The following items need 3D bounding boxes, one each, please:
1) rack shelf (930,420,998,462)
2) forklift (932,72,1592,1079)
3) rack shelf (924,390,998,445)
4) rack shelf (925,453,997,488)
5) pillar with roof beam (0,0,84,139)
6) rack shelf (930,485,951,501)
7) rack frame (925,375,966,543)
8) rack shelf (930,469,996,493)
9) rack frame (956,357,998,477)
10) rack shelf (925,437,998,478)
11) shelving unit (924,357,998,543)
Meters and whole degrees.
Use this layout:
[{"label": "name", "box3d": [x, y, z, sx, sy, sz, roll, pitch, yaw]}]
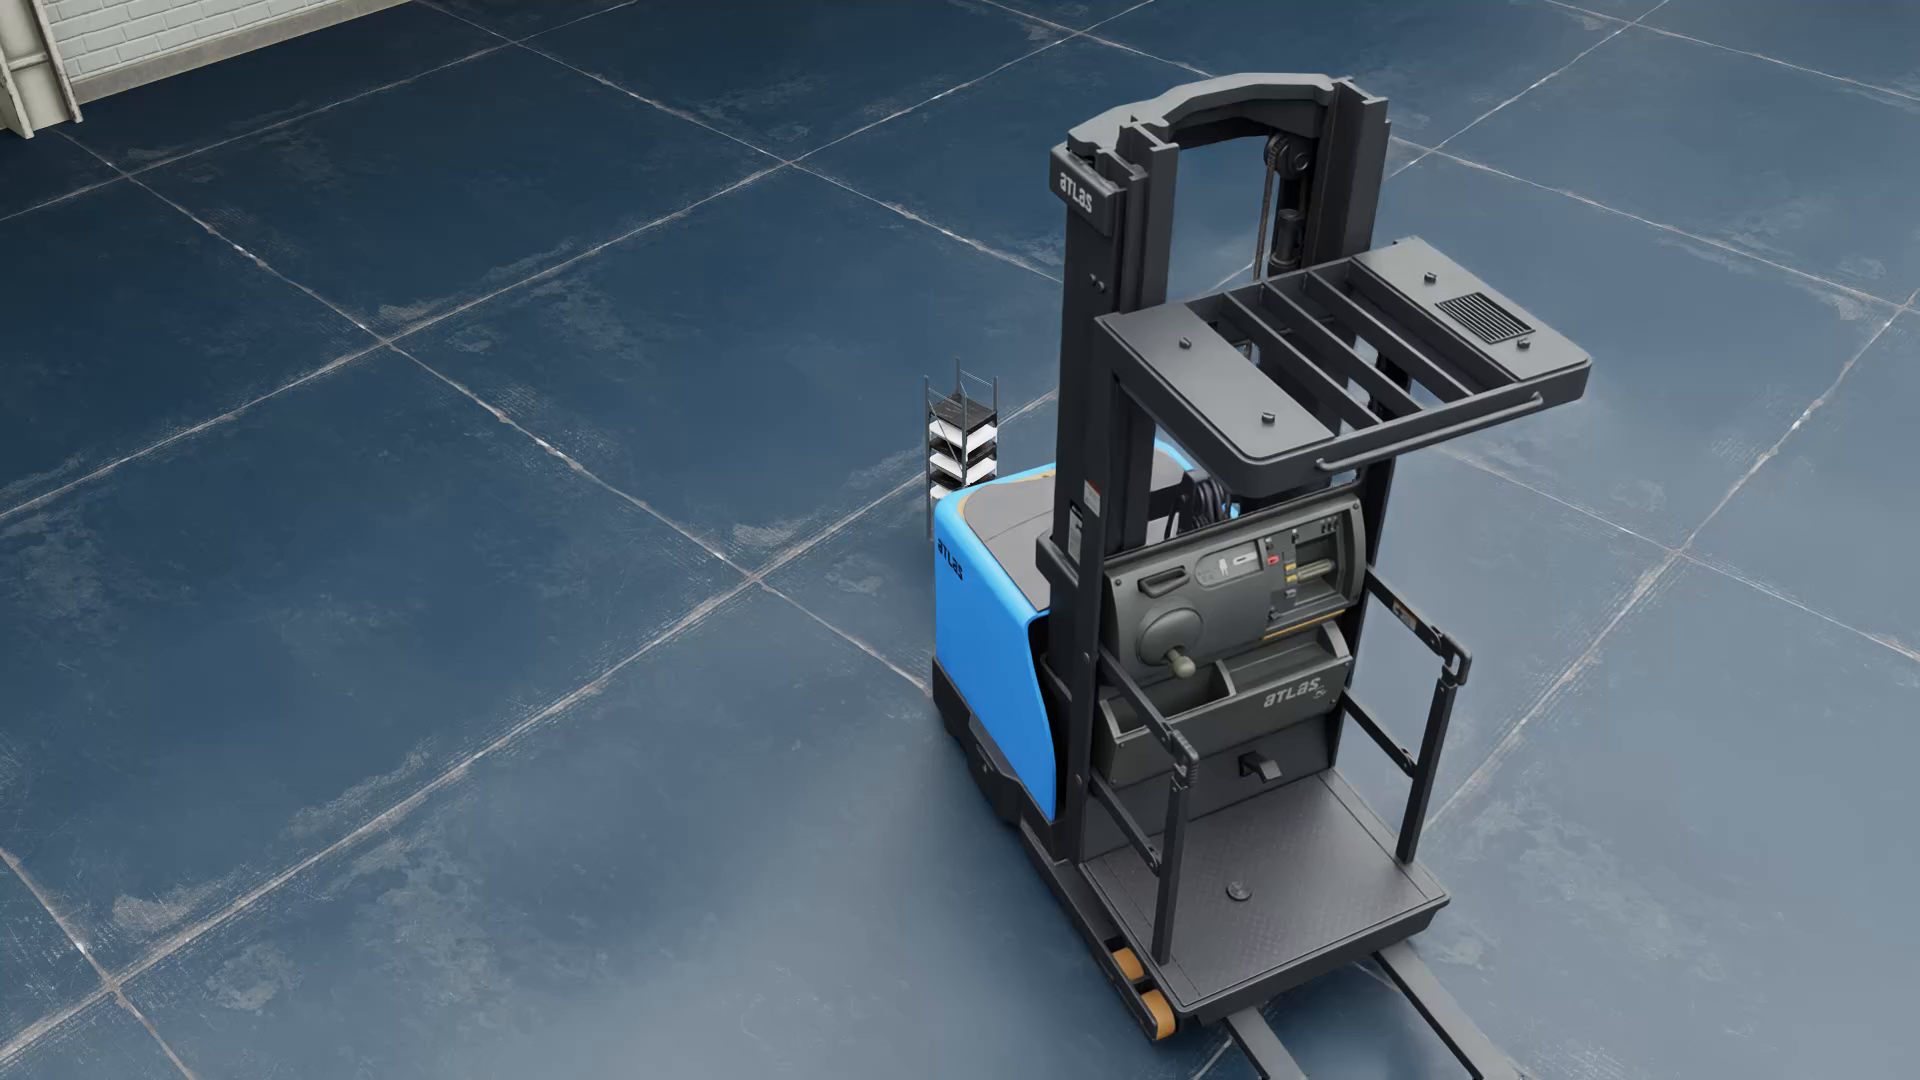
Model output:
[{"label": "rack shelf", "box3d": [0.005, -0.471, 7.383, 0.258, 0.077, 0.200, 30, 47, 32]}, {"label": "forklift", "box3d": [0.983, 0.225, 5.112, 1.130, 2.935, 3.031, -17, 41, -20]}, {"label": "rack shelf", "box3d": [0.005, -0.541, 7.327, 0.258, 0.077, 0.200, 30, 47, 32]}, {"label": "rack shelf", "box3d": [0.005, -0.330, 7.495, 0.258, 0.077, 0.200, 30, 47, 32]}, {"label": "pillar with roof beam", "box3d": [-3.050, -4.553, 6.246, 9.100, 9.000, 0.400, 30, 47, 32]}, {"label": "rack shelf", "box3d": [0.005, -0.189, 7.607, 0.258, 0.077, 0.200, 30, 47, 32]}, {"label": "rack frame", "box3d": [-0.063, -0.309, 7.416, 0.240, 0.900, 0.006, 30, 47, 32]}, {"label": "rack shelf", "box3d": [0.005, -0.259, 7.551, 0.258, 0.077, 0.200, 30, 47, 32]}, {"label": "rack frame", "box3d": [0.074, -0.403, 7.533, 0.240, 0.900, 0.006, 30, 47, 32]}, {"label": "rack shelf", "box3d": [0.005, -0.400, 7.439, 0.258, 0.077, 0.200, 30, 47, 32]}, {"label": "shelving unit", "box3d": [0.005, -0.356, 7.475, 0.258, 0.900, 0.210, 30, 47, 32]}]
